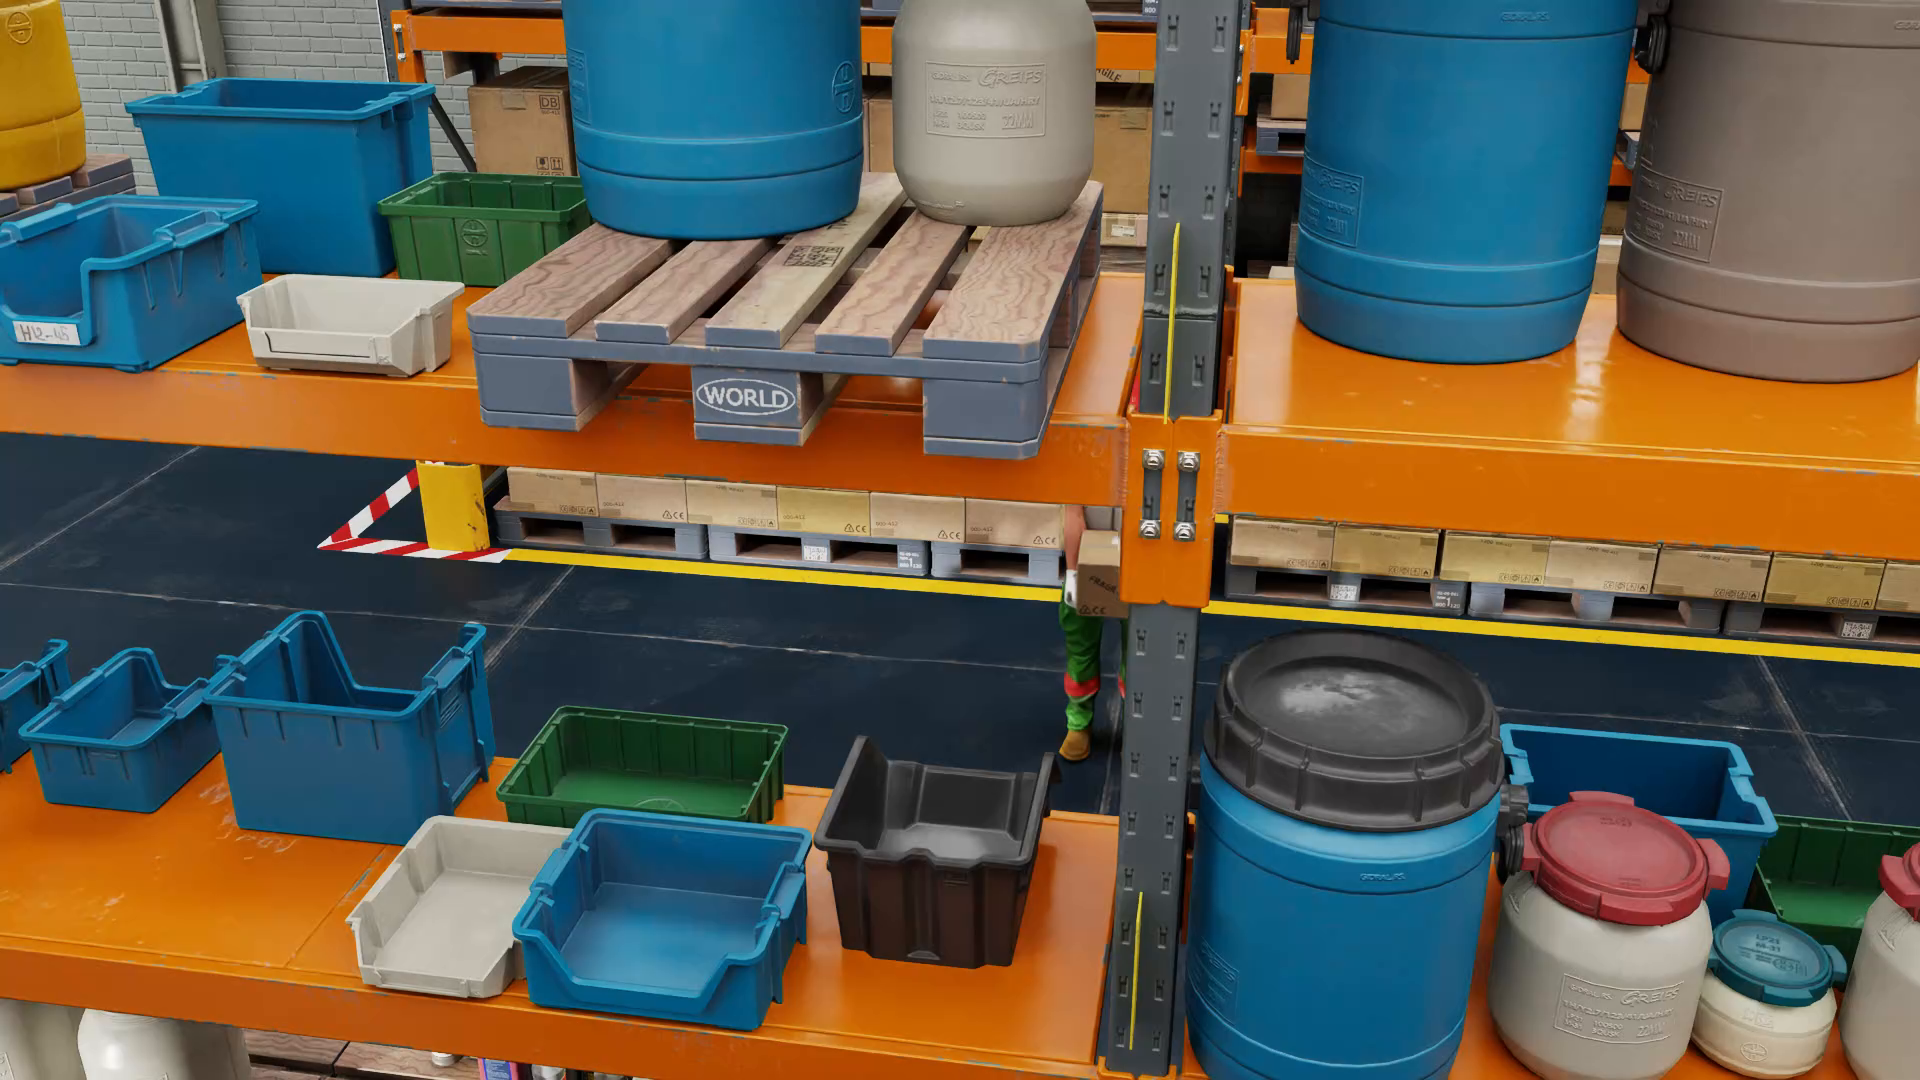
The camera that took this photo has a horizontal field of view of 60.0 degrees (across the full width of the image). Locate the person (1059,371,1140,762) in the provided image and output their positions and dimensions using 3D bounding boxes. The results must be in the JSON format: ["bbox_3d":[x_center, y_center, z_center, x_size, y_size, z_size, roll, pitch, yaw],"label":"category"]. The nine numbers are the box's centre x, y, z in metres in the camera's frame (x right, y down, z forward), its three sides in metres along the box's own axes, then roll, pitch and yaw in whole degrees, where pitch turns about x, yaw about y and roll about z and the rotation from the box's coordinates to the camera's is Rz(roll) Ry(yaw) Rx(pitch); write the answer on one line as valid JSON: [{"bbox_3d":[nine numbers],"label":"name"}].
[{"bbox_3d":[0.640,0.136,6.798,0.491,1.772,0.581,4,25,8],"label":"person"}]
